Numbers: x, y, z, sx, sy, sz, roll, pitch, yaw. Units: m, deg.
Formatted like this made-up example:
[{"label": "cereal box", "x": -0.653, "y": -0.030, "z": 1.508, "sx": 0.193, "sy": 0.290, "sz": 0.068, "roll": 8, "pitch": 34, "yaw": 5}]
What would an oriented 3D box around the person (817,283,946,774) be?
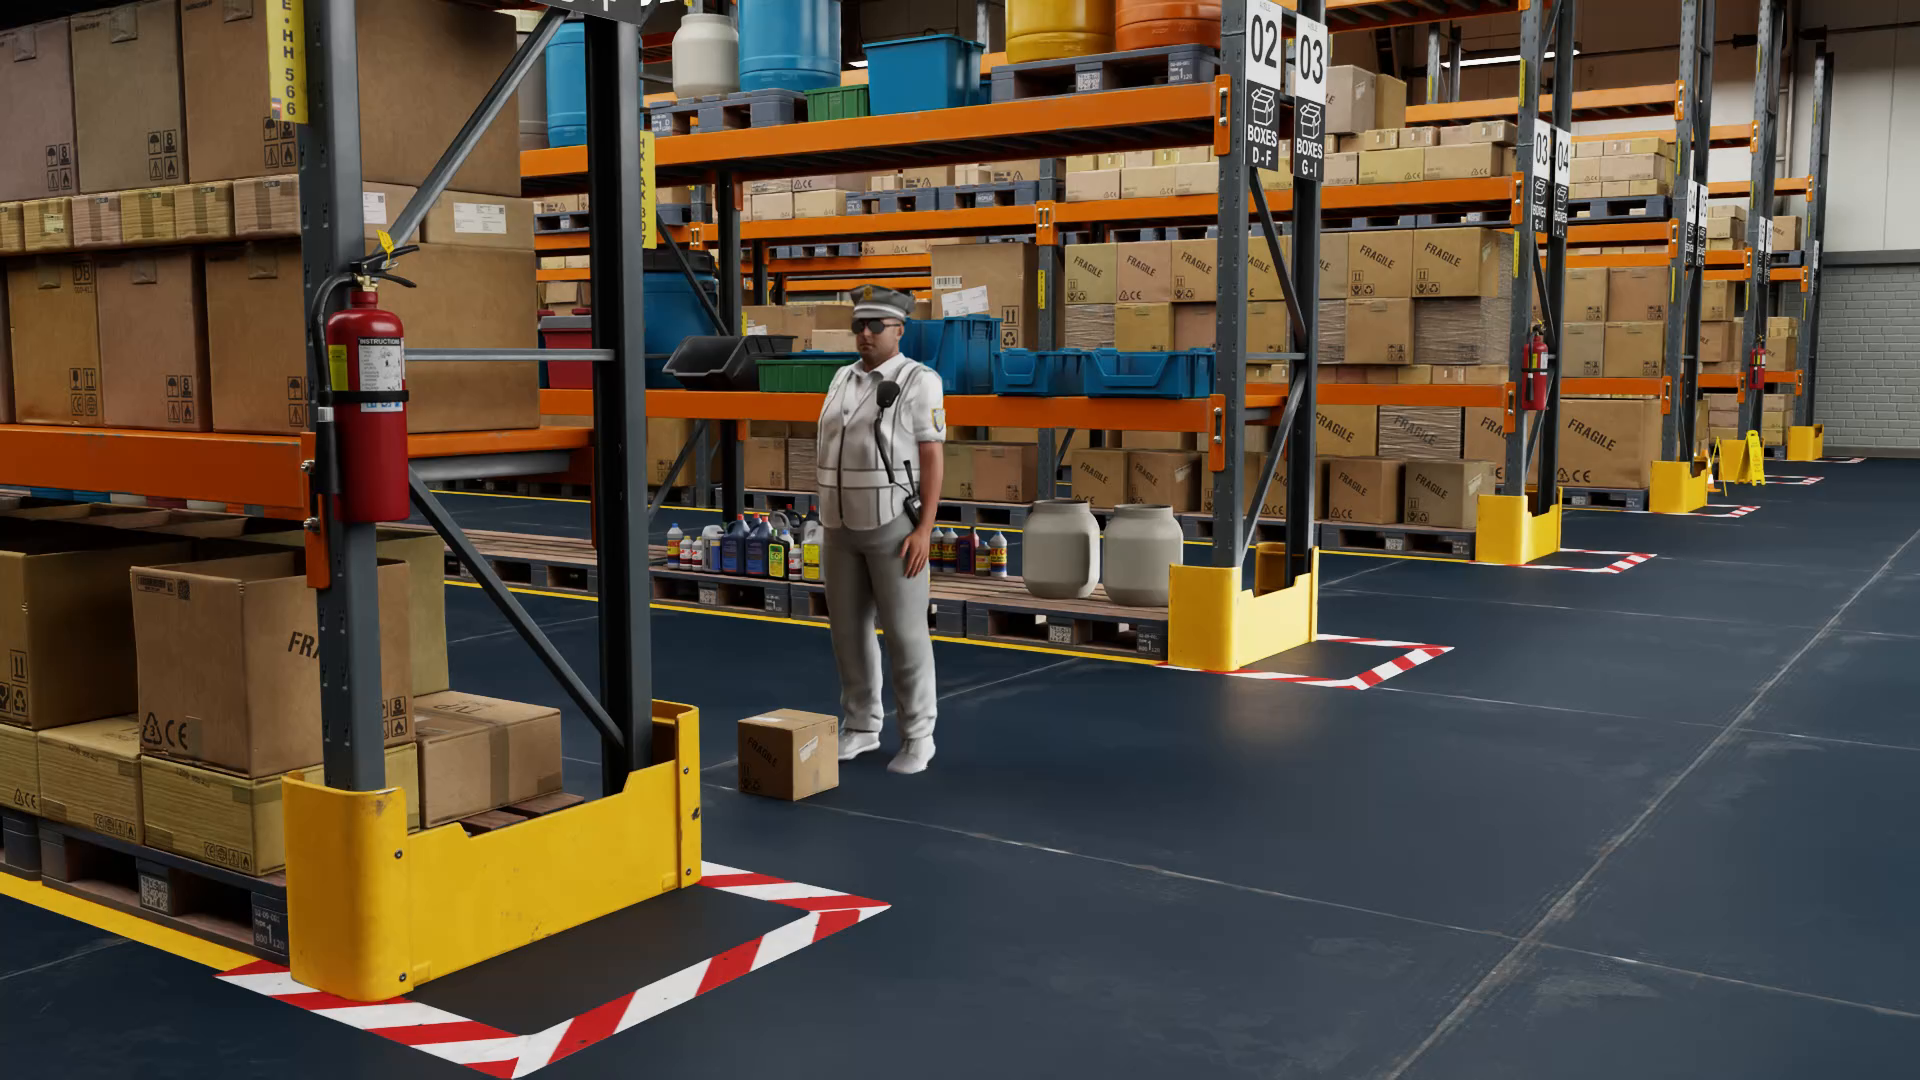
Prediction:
[{"label": "person", "x": -0.307, "y": -0.040, "z": 6.134, "sx": 0.528, "sy": 1.791, "sz": 0.394, "roll": 4, "pitch": 8, "yaw": 35}]
